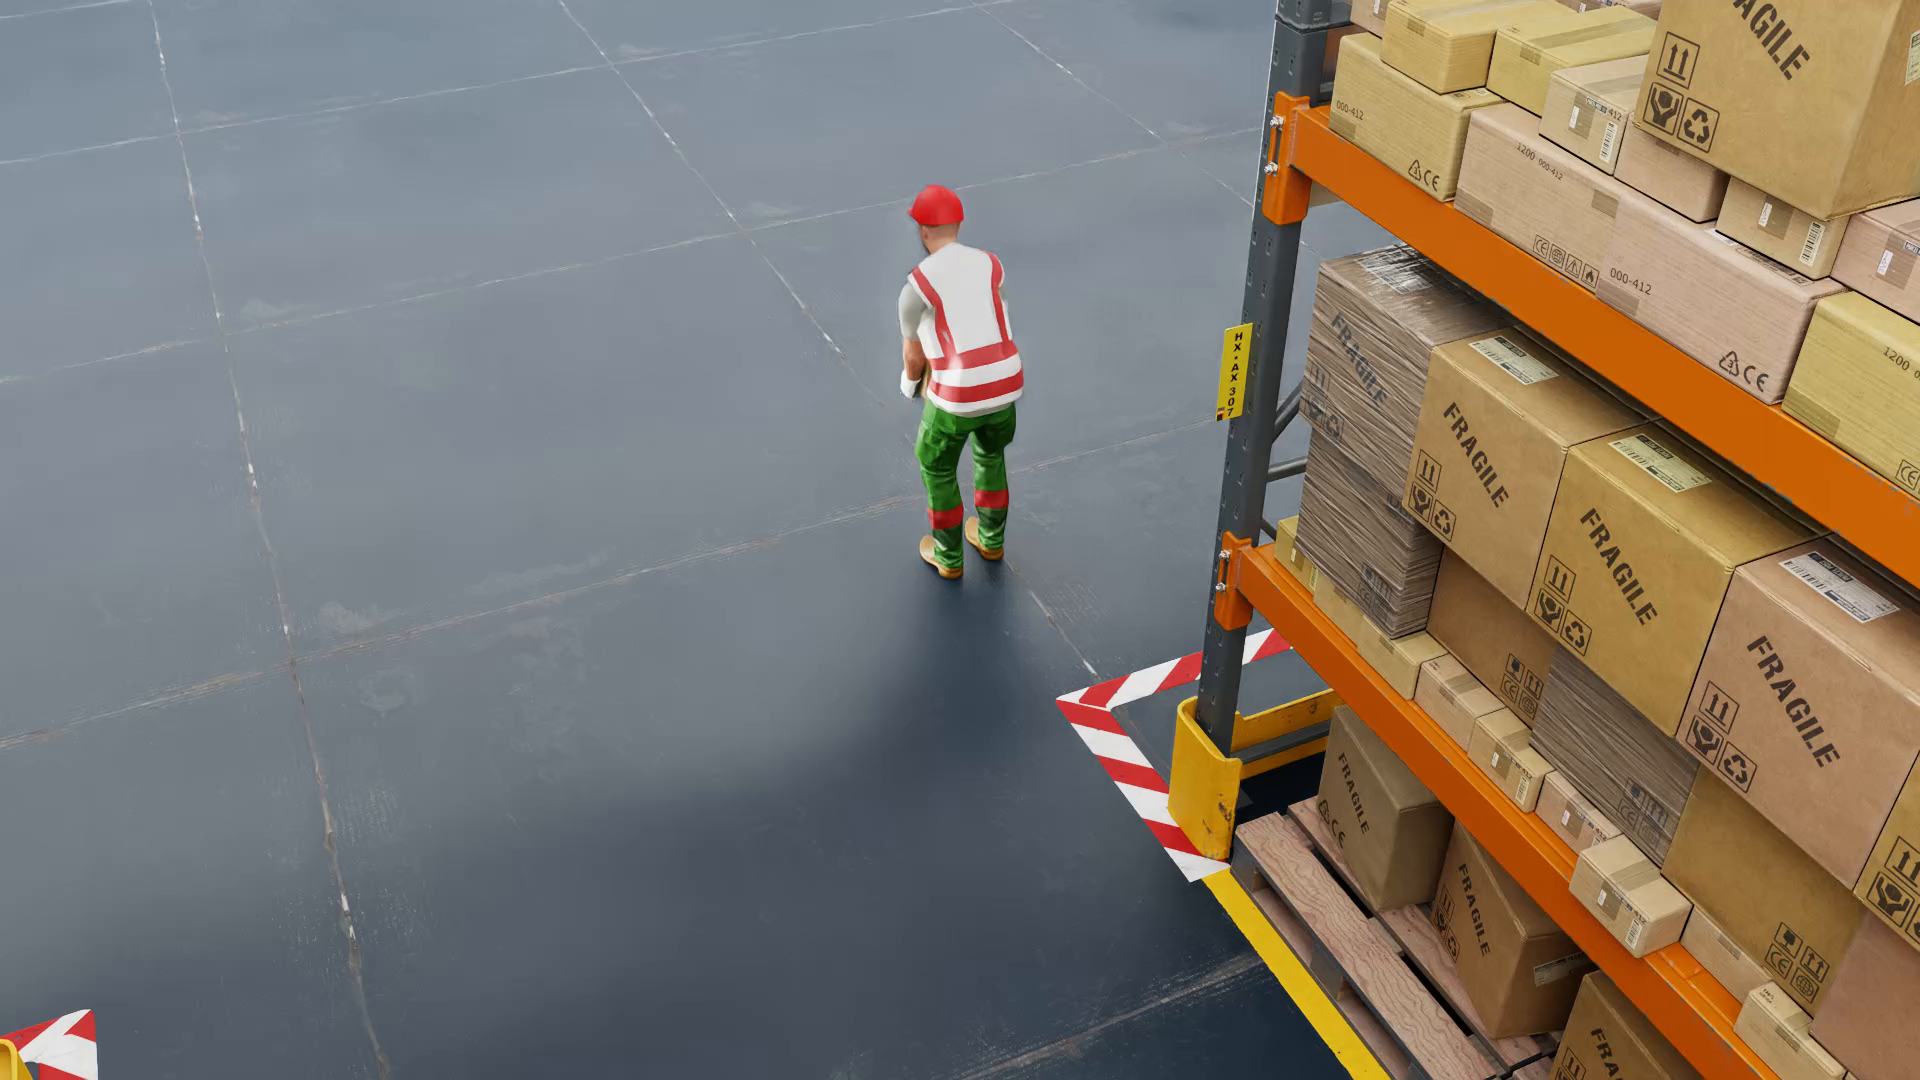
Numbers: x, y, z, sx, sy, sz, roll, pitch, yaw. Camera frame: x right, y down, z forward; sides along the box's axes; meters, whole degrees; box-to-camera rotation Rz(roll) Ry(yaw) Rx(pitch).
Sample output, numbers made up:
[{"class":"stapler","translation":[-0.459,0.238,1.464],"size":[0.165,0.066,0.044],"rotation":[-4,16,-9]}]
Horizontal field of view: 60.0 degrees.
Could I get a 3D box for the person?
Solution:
[{"class":"person","translation":[-0.017,-0.656,7.072],"size":[0.483,1.702,0.637],"rotation":[-16,40,-21]}]
